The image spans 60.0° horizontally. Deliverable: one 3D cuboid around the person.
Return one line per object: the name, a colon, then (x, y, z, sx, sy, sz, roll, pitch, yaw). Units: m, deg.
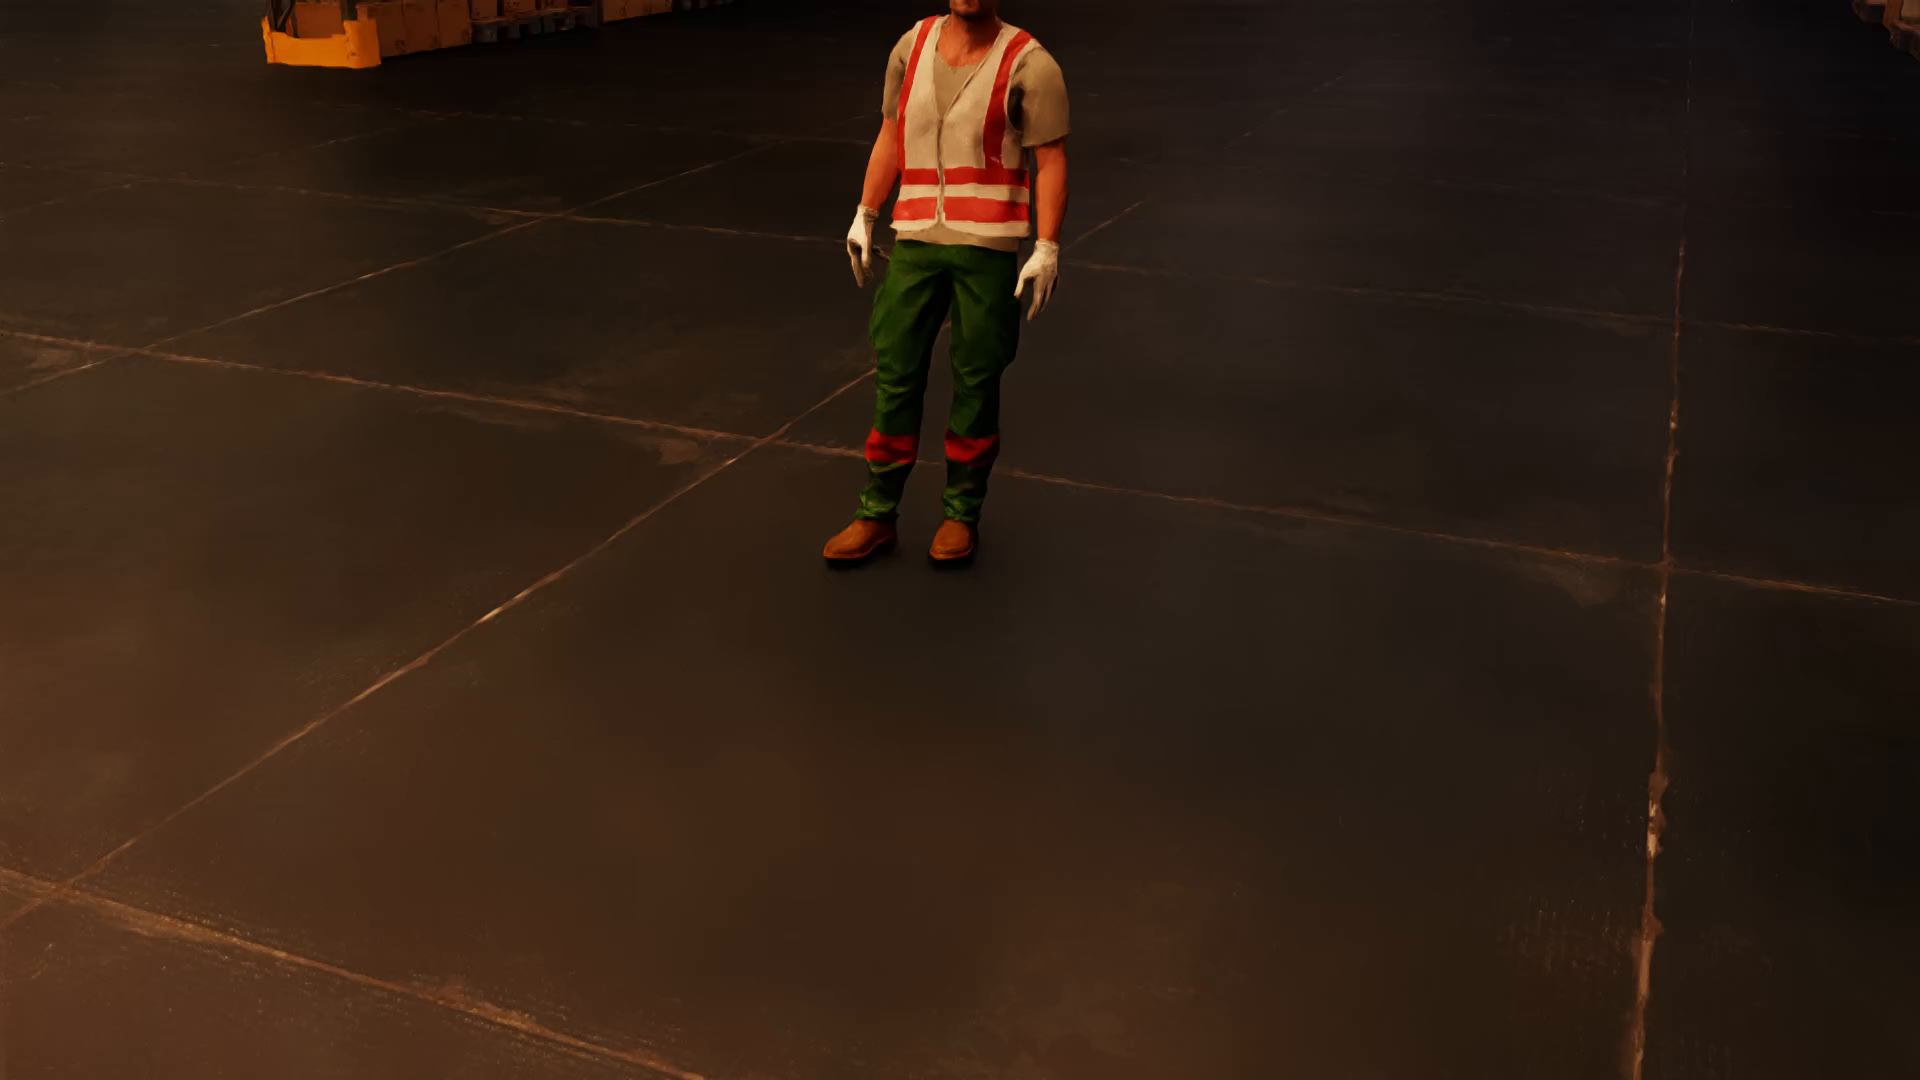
person: (-0.041, -0.803, 4.681, 0.637, 1.783, 0.563, 9, 24, 21)
